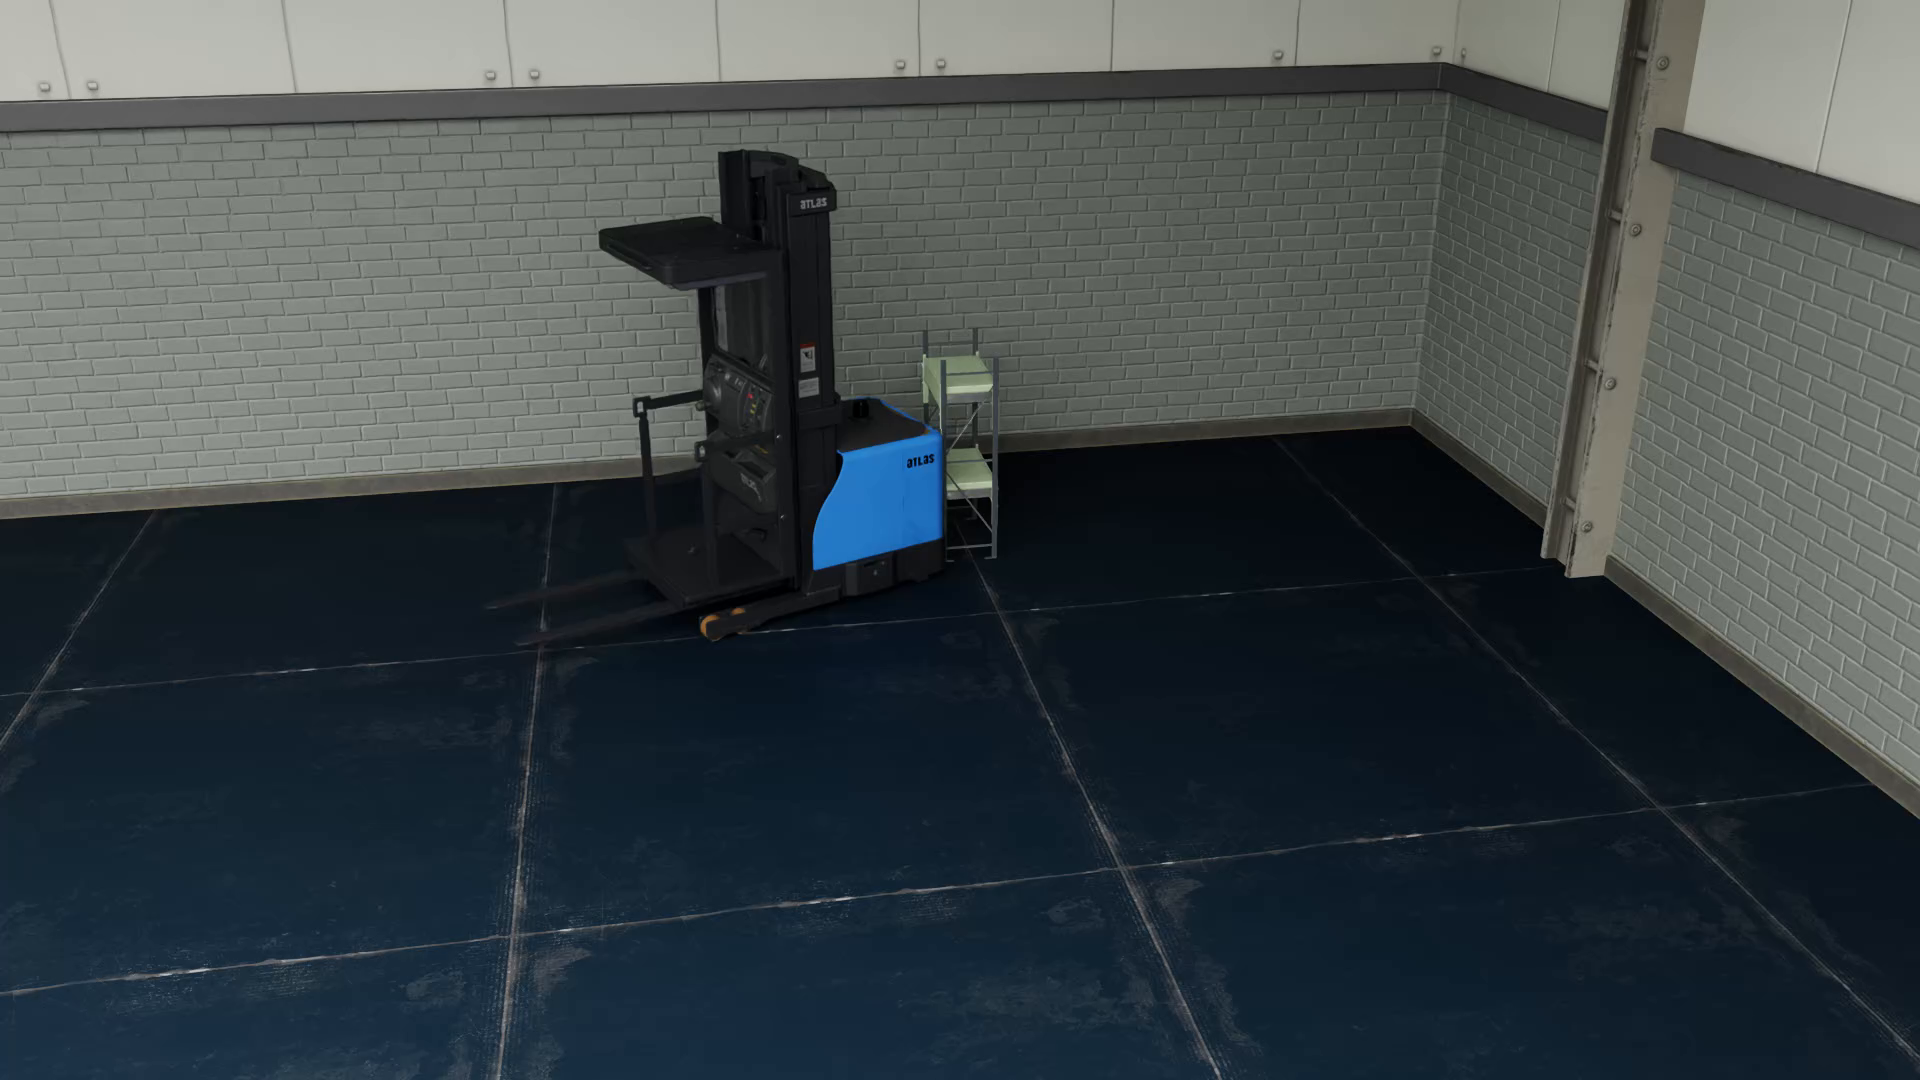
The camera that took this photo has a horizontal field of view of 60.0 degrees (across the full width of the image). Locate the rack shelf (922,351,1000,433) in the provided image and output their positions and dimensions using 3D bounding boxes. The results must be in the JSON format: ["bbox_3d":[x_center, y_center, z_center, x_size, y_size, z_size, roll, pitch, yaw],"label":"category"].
[{"bbox_3d":[-0.001,-1.048,11.800,0.431,0.370,0.720,-4,24,-10],"label":"rack shelf"}]

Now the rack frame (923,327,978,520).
[{"bbox_3d":[-0.069,-0.834,12.285,0.400,1.500,0.023,-4,24,-10],"label":"rack frame"}]

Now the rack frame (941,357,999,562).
[{"bbox_3d":[0.066,-0.546,11.626,0.400,1.500,0.023,-4,24,-10],"label":"rack frame"}]

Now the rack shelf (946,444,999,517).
[{"bbox_3d":[-0.001,-0.391,12.086,0.431,0.370,0.720,-4,24,-10],"label":"rack shelf"}]

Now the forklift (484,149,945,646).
[{"bbox_3d":[-1.621,-0.931,10.719,3.031,2.935,1.130,-14,27,-29],"label":"forklift"}]

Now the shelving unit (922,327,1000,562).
[{"bbox_3d":[-0.001,-0.690,11.956,0.431,1.500,0.755,-4,24,-10],"label":"shelving unit"}]

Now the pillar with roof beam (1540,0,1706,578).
[{"bbox_3d":[0.140,-3.628,9.315,9.100,9.000,0.400,-4,24,-10],"label":"pillar with roof beam"}]
